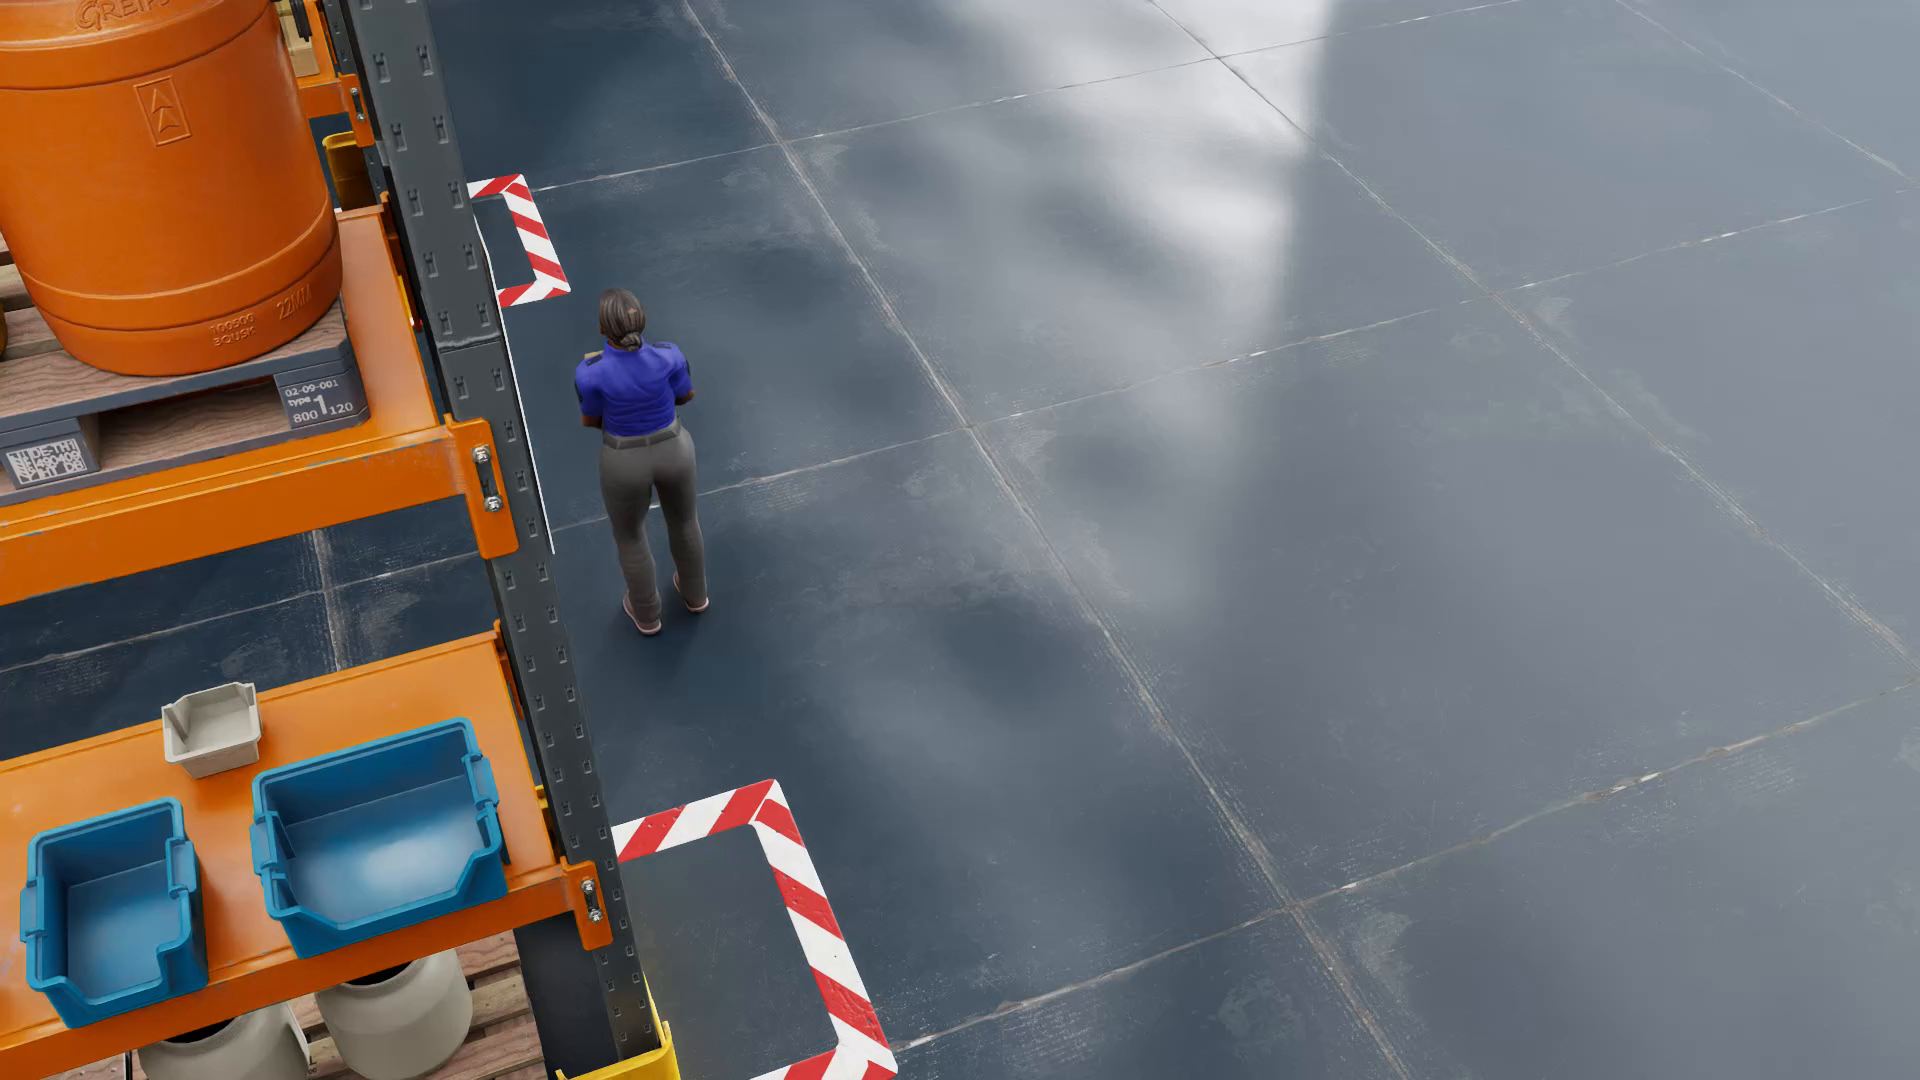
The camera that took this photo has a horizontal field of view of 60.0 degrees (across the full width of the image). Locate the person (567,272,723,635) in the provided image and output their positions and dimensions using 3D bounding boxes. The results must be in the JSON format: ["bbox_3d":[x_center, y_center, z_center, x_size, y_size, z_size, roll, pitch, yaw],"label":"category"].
[{"bbox_3d":[-1.238,-0.313,6.512,0.531,1.654,0.351,-18,45,-19],"label":"person"}]
